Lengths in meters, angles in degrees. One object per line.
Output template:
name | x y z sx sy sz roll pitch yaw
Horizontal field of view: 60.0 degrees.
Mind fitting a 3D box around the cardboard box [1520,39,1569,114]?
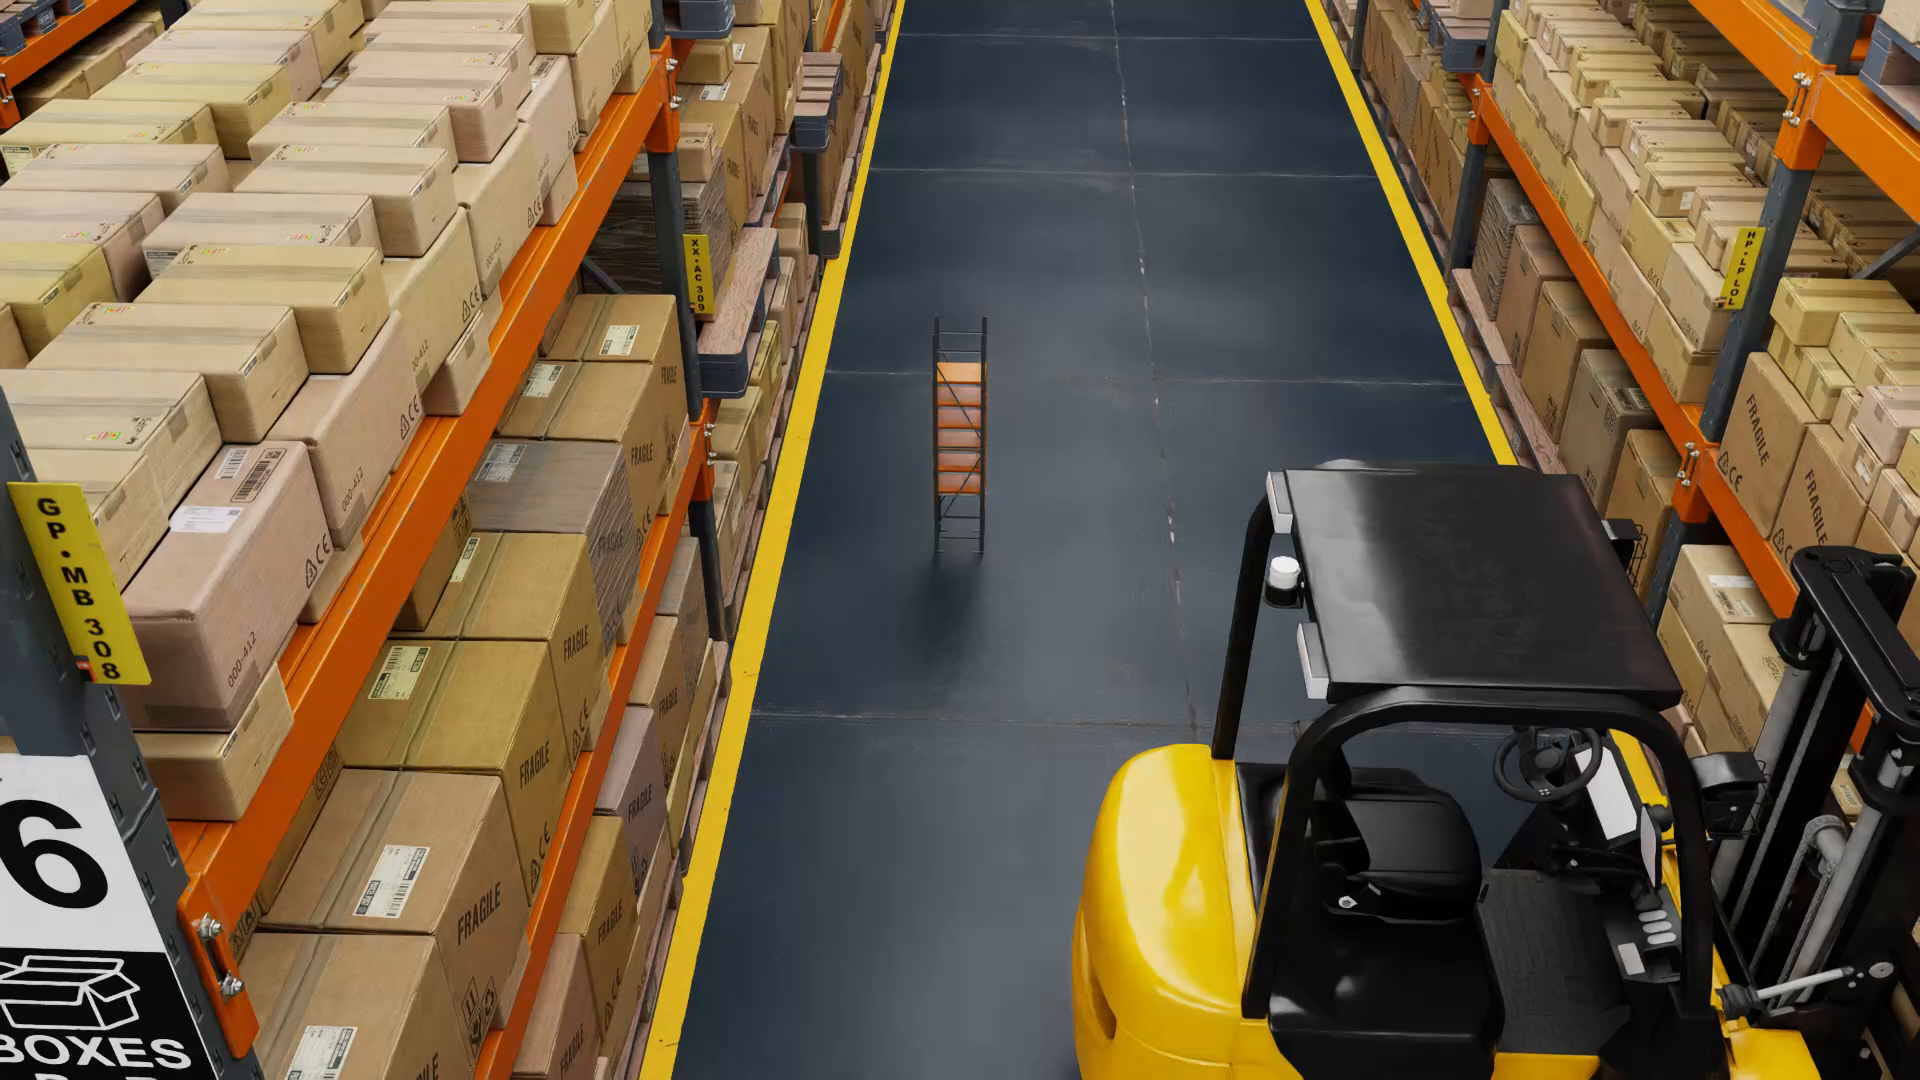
cardboard box | 3.300 -2.455 8.831 0.500 0.250 0.500 2 35 3

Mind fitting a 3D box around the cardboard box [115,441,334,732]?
cardboard box | -1.412 0.064 2.813 0.500 0.250 0.500 1 35 1

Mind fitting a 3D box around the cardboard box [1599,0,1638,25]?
cardboard box | 3.772 -2.964 9.207 0.380 0.149 0.250 2 35 3

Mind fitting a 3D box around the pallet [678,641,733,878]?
pallet | -1.529 0.864 6.837 1.003 0.211 1.213 1 35 2

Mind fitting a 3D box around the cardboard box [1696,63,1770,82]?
cardboard box | 3.847 -2.227 8.159 0.380 0.149 0.250 1 35 1

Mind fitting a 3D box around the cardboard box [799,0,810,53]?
cardboard box | -1.118 -3.028 9.239 0.500 0.500 0.500 0 35 1

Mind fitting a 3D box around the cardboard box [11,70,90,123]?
cardboard box | -6.058 -2.864 10.873 0.500 0.250 0.500 0 35 0

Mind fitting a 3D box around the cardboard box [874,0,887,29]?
cardboard box | -1.084 -4.741 14.251 0.875 0.438 0.875 1 35 1

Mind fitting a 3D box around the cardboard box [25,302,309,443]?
cardboard box | -1.414 -0.303 2.988 0.380 0.149 0.250 1 35 2

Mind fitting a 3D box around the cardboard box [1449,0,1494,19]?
cardboard box | 3.226 -3.304 10.196 0.380 0.149 0.250 2 35 3

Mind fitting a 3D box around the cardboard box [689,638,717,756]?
cardboard box | -1.293 0.636 6.763 0.500 0.250 0.500 3 35 4

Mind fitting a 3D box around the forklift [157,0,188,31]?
forklift | -4.269 -2.299 8.972 3.031 2.935 1.130 -9 36 -12

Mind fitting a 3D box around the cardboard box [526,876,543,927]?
cardboard box | -1.357 0.957 4.498 0.380 0.149 0.250 2 35 3

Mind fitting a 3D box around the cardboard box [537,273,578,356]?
cardboard box | -1.772 -0.987 5.831 0.700 0.500 0.500 1 35 1

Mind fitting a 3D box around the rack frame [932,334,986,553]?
rack frame | -0.004 -0.430 7.818 0.240 1.200 0.006 1 35 2

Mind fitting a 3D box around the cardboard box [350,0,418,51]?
cardboard box | -1.840 -1.408 4.908 0.500 0.250 0.500 1 35 1

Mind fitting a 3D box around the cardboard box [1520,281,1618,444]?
cardboard box | 3.499 -0.929 8.663 0.875 0.625 0.625 0 35 0

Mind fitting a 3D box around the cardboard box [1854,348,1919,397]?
cardboard box | 3.191 -0.504 5.448 0.380 0.149 0.250 1 35 1

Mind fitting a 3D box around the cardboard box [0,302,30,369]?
cardboard box | -1.939 -0.311 3.001 0.380 0.149 0.250 1 35 1

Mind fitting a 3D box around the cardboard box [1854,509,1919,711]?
cardboard box | 3.120 0.248 5.202 0.500 0.500 0.500 1 35 1

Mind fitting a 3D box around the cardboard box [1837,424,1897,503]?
cardboard box | 3.071 -0.241 5.333 0.380 0.149 0.250 2 35 3

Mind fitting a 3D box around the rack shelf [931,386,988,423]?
rack shelf | -0.001 -0.643 7.781 0.258 0.103 0.180 1 35 2

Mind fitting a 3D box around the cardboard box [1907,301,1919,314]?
cardboard box | 3.699 -0.980 6.731 0.500 0.250 0.500 1 35 1

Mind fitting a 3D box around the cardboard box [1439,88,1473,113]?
cardboard box | 3.384 -2.861 10.957 0.380 0.149 0.250 0 35 0

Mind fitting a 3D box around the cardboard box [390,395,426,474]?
cardboard box | -1.402 -0.273 3.639 0.380 0.149 0.250 0 35 0

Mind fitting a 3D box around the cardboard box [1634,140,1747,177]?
cardboard box | 3.220 -1.650 7.338 0.380 0.149 0.250 1 35 1

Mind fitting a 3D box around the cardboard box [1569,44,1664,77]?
cardboard box | 3.303 -2.382 8.379 0.380 0.149 0.250 2 35 2

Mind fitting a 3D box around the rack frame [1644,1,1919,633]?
rack frame | 3.422 -0.551 6.425 1.000 3.000 0.127 1 35 2

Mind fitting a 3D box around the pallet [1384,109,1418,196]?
pallet | 3.702 -2.835 12.101 1.003 0.211 1.213 1 35 2

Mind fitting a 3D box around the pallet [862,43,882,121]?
pallet | -1.172 -3.674 13.294 1.003 0.211 1.213 1 35 2

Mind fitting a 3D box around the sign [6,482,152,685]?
sign | -1.156 0.062 2.184 0.100 0.325 0.005 1 35 2

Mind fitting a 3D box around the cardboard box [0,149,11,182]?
cardboard box | -6.044 -2.567 11.103 0.500 0.500 0.500 0 35 0

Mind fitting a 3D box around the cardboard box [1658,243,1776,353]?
cardboard box | 3.186 -0.982 6.734 0.500 0.250 0.500 1 35 1

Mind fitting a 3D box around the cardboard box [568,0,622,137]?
cardboard box | -1.306 -1.401 4.898 0.500 0.250 0.500 1 35 1

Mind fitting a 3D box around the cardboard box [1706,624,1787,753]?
cardboard box | 3.059 0.557 6.005 0.500 0.250 0.500 1 35 2

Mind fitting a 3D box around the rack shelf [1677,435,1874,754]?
rack shelf | 3.342 0.892 4.997 1.077 0.370 4.000 1 35 2

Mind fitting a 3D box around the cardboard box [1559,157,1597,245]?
cardboard box | 3.259 -1.656 8.127 0.500 0.250 0.500 2 35 3

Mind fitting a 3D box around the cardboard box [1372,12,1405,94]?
cardboard box | 3.488 -3.717 12.740 0.500 0.500 0.500 1 35 1

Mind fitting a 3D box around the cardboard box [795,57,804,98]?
cardboard box | -1.059 -2.535 9.102 0.380 0.149 0.250 1 35 1

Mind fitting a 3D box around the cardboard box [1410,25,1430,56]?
cardboard box | 3.473 -3.610 12.023 0.380 0.149 0.250 3 35 4

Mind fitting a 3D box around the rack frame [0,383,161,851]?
rack frame | -1.698 -0.820 1.590 1.000 3.000 0.127 1 35 2

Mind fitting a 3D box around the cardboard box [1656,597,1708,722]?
cardboard box | 3.094 0.468 6.566 0.500 0.250 0.500 1 35 2

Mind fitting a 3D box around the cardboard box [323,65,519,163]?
cardboard box | -1.299 -1.034 4.029 0.380 0.149 0.250 2 35 3

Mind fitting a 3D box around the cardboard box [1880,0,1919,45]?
cardboard box | 3.101 -1.637 5.129 0.380 0.149 0.250 2 35 3

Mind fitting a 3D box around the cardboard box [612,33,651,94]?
cardboard box | -1.245 -1.599 5.527 0.380 0.149 0.250 1 35 2

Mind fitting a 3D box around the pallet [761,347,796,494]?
pallet | -1.462 -0.673 9.024 1.003 0.211 1.213 1 35 2

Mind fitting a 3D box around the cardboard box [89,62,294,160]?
cardboard box | -1.856 -1.046 4.045 0.380 0.149 0.250 2 35 3

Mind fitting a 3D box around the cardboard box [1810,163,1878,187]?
cardboard box | 3.714 -1.498 7.122 0.380 0.149 0.250 1 35 1

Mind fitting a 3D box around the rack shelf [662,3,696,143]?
rack shelf | -1.457 -2.745 7.565 1.077 0.370 4.000 1 35 2

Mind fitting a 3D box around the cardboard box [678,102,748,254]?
cardboard box | -1.213 -1.548 7.134 0.500 0.500 0.500 1 35 2

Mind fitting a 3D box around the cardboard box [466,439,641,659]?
cardboard box | -1.337 0.029 5.254 0.500 0.500 0.500 2 35 3

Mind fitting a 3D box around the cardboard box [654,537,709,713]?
cardboard box | -1.293 0.329 6.547 0.500 0.500 0.500 1 35 1

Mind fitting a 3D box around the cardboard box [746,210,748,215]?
cardboard box | -1.182 -1.639 7.827 0.380 0.149 0.250 2 35 2

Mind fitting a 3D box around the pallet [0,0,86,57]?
pallet | -6.405 -3.351 10.577 1.213 0.211 1.003 1 35 2

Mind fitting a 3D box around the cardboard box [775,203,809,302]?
cardboard box | -1.410 -1.734 10.029 0.950 0.372 0.625 -1 35 -1

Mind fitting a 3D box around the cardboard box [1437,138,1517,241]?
cardboard box | 3.385 -2.246 10.646 0.500 0.500 0.500 2 35 3

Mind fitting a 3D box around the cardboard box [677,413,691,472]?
cardboard box | -1.246 -0.369 6.385 0.380 0.149 0.250 1 35 1

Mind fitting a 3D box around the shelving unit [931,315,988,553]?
shelving unit | -0.001 -0.483 7.893 0.258 1.200 0.189 1 35 2
